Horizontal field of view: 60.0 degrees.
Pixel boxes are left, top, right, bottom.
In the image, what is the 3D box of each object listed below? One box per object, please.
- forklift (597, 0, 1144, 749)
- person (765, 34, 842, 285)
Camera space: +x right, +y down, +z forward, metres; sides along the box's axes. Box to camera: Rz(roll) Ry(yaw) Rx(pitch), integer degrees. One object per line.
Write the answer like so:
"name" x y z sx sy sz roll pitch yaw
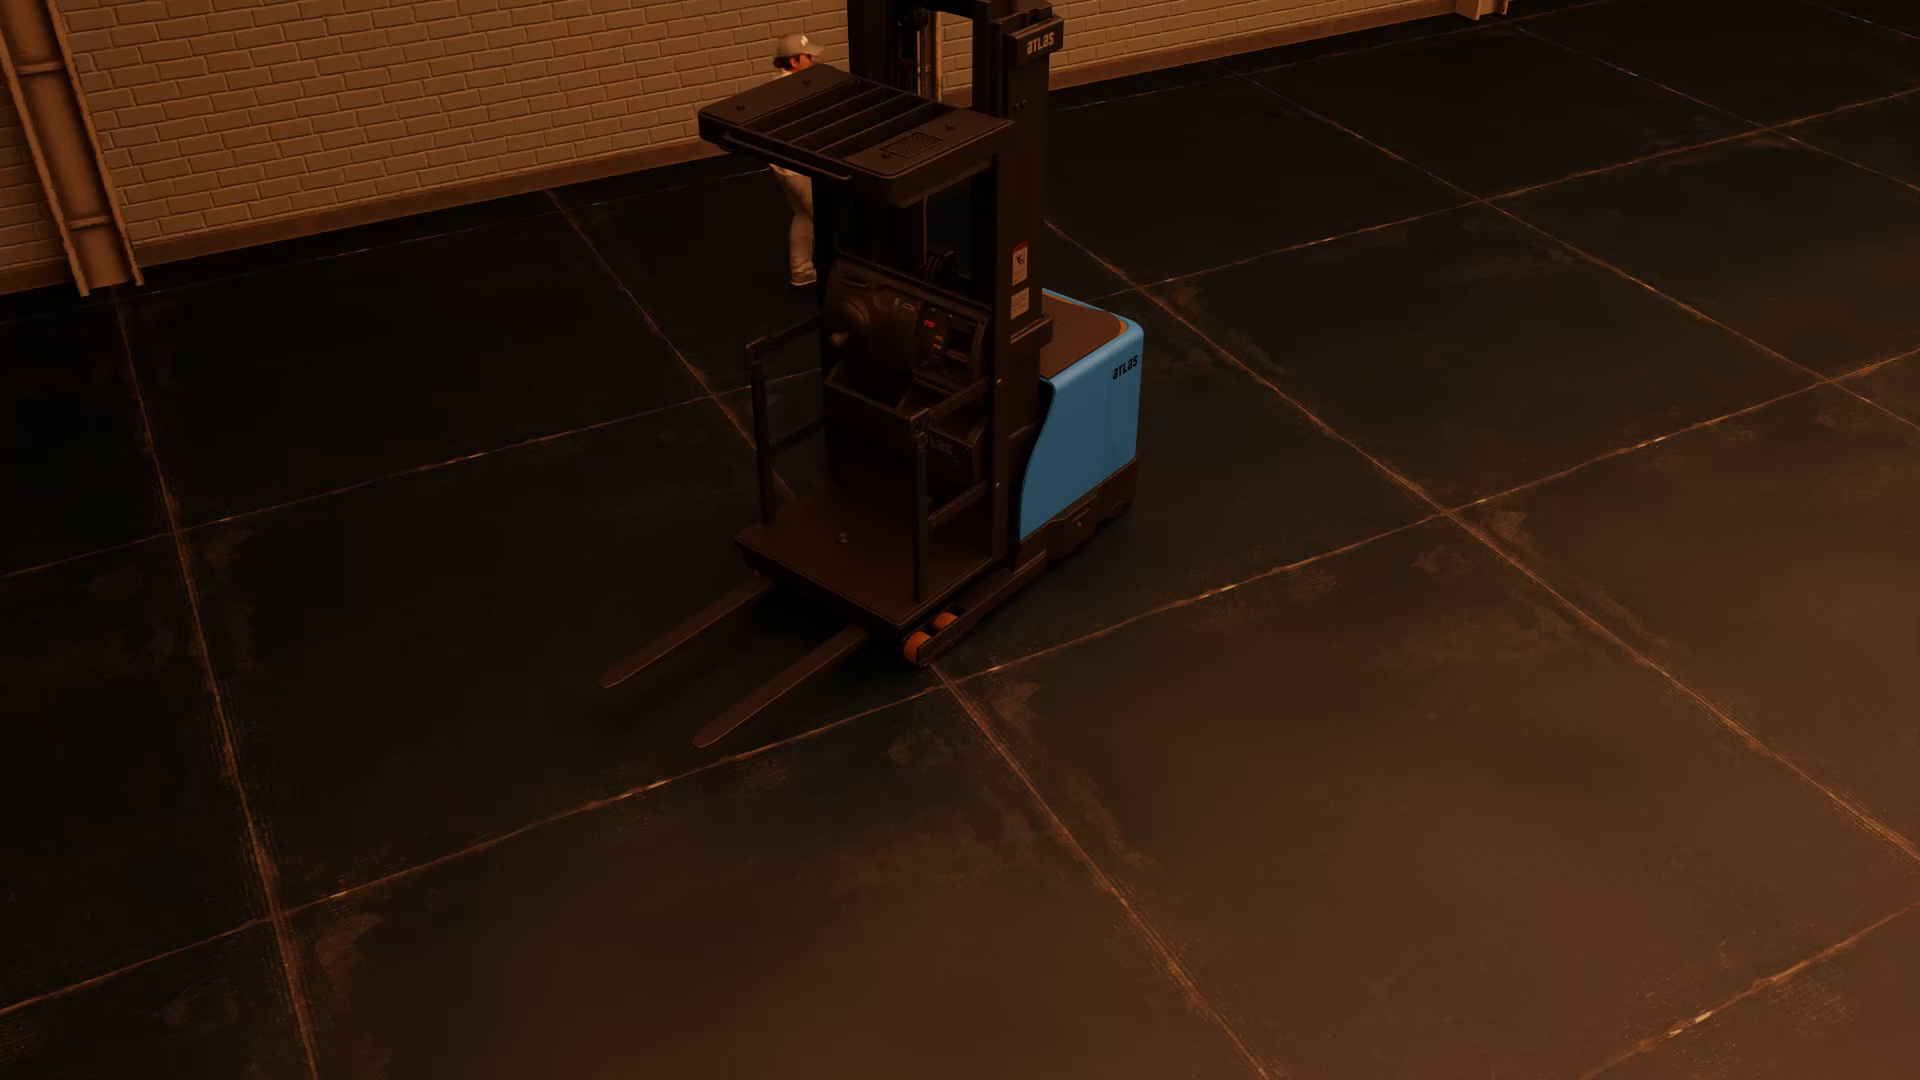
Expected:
"forklift" -0.390 -0.927 7.434 1.130 2.935 3.031 26 43 31
"person" -0.922 -2.389 10.586 0.531 1.670 0.596 -17 39 -23
